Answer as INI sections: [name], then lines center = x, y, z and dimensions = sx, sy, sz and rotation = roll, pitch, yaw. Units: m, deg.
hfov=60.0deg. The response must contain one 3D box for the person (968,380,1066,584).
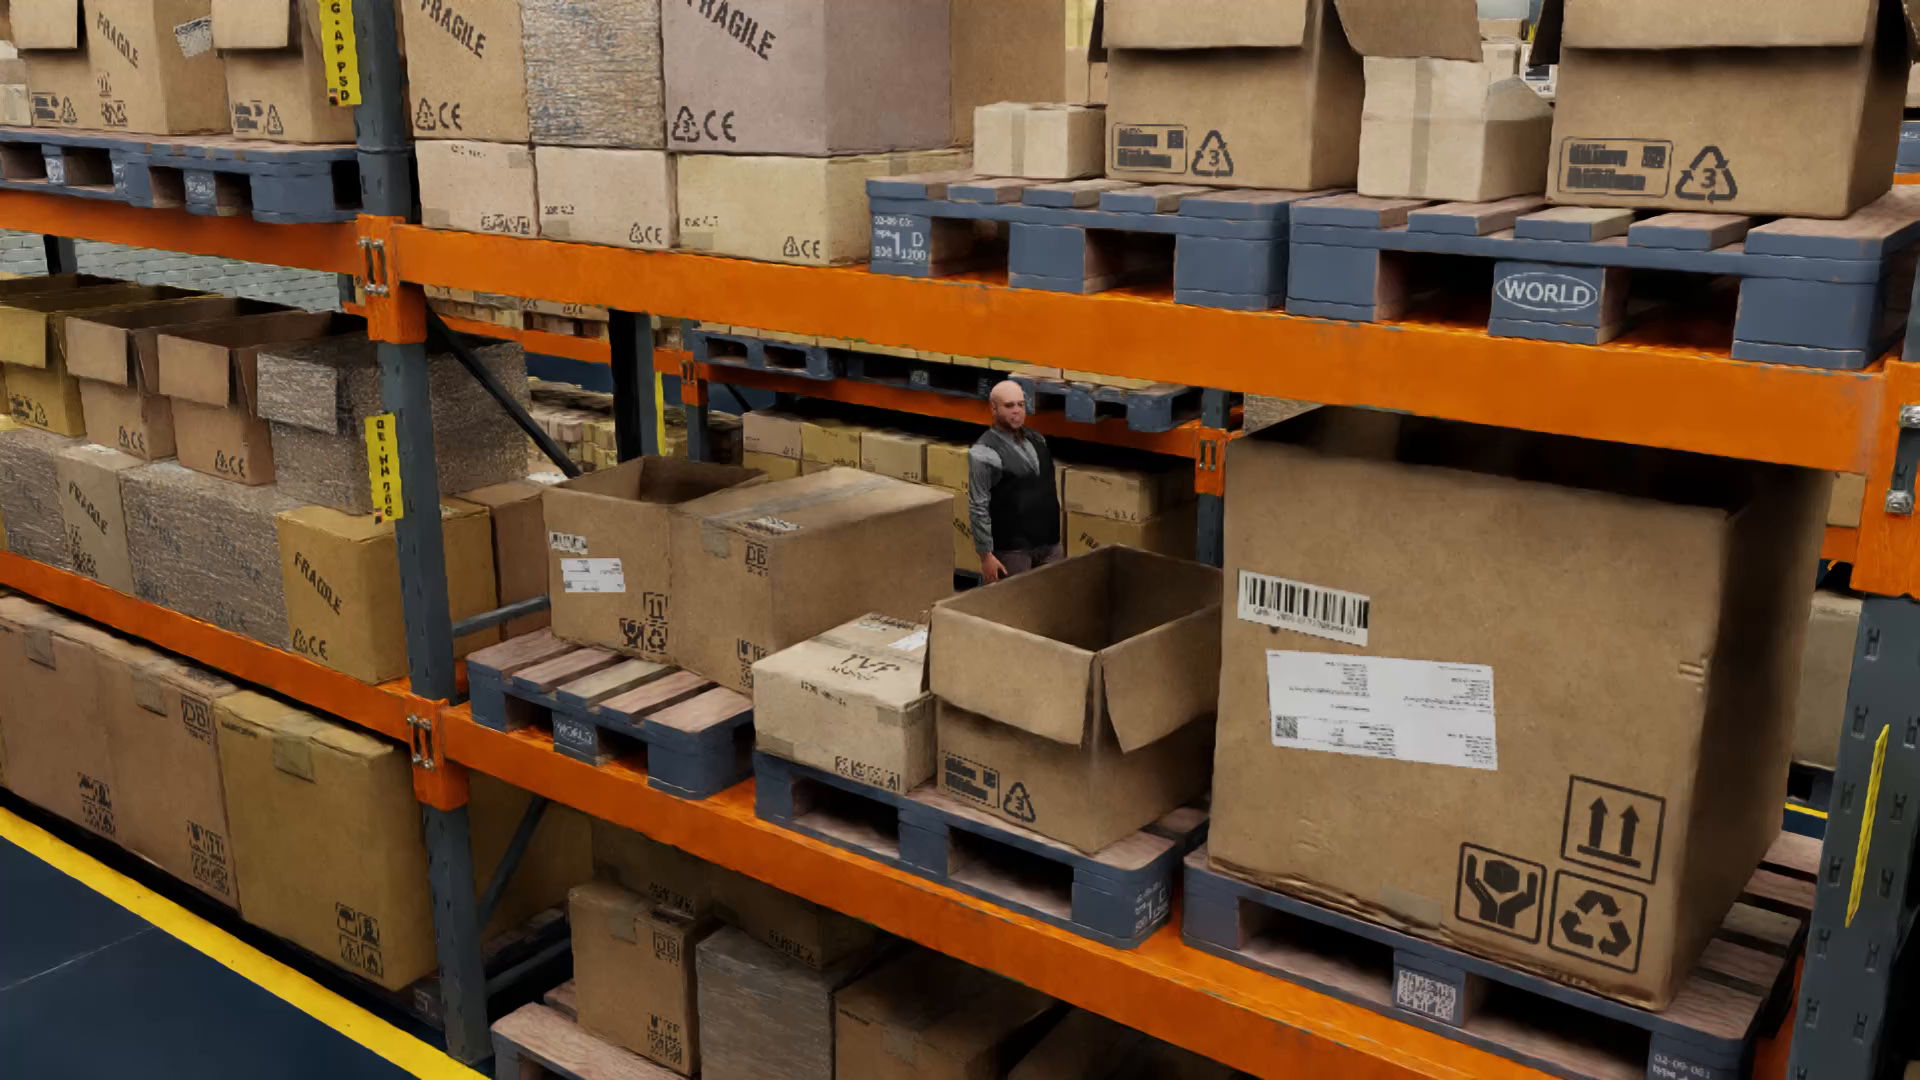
[person]
center = 0.343, 0.064, 8.351
dimensions = 0.572, 1.715, 0.563
rotation = 15, 22, 42
